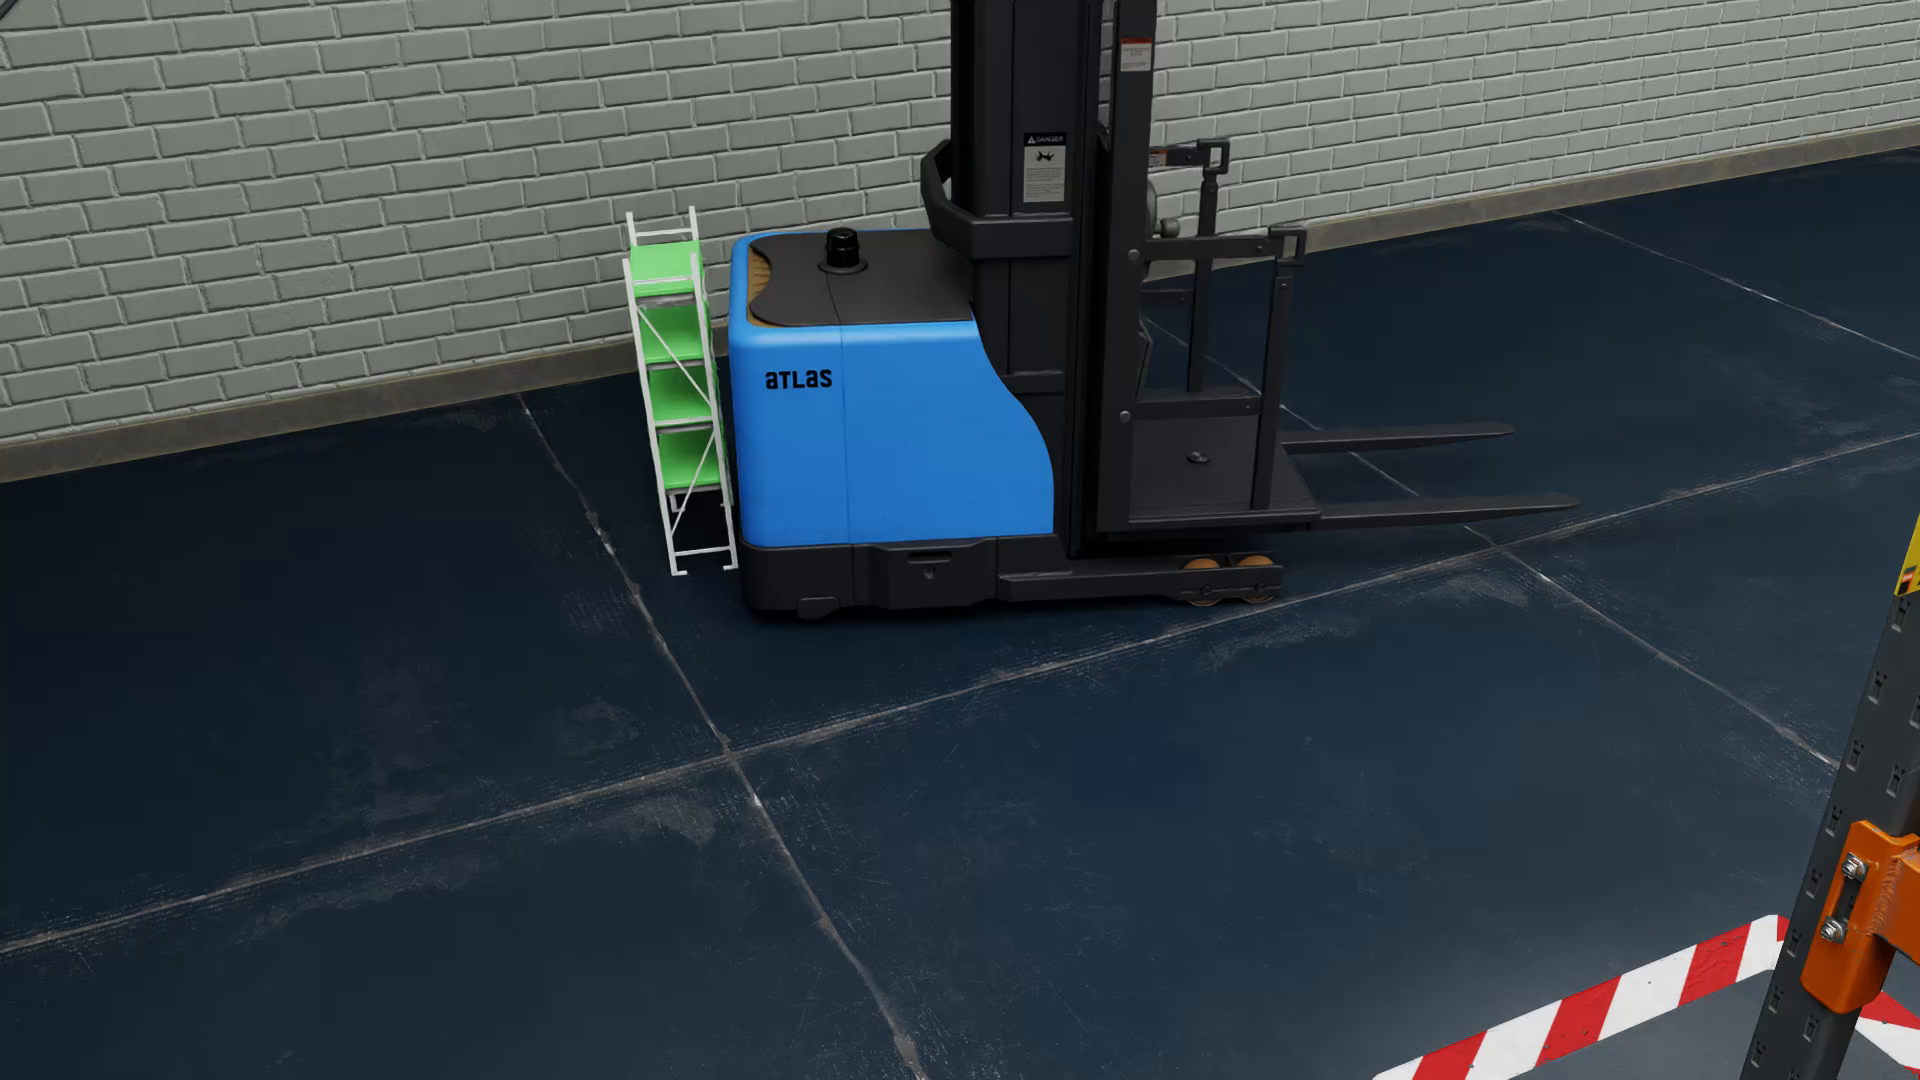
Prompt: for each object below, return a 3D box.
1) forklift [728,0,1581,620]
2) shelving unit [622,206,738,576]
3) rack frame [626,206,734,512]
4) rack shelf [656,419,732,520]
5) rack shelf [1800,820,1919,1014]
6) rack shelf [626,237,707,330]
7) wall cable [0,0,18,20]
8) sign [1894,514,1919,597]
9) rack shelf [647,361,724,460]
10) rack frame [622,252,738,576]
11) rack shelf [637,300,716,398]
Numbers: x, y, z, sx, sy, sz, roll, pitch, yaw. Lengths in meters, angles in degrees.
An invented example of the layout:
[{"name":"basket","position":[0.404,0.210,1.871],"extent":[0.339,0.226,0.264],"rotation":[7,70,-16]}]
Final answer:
[{"name":"forklift","position":[0.713,-1.300,5.572],"extent":[3.031,2.935,1.130],"rotation":[-3,29,-5]},{"name":"shelving unit","position":[-0.991,-0.527,5.950],"extent":[0.258,1.200,0.503],"rotation":[-7,30,-6]},{"name":"rack frame","position":[-1.027,-0.645,6.160],"extent":[0.240,1.200,0.015],"rotation":[-7,30,-6]},{"name":"rack shelf","position":[-0.976,-0.263,6.100],"extent":[0.258,0.148,0.480],"rotation":[-7,30,-6]},{"name":"rack shelf","position":[2.788,1.393,1.435],"extent":[1.077,0.370,4.000],"rotation":[-13,32,-22]},{"name":"rack shelf","position":[-1.011,-0.888,5.744],"extent":[0.258,0.148,0.480],"rotation":[-7,30,-6]},{"name":"wall cable","position":[-4.648,-2.599,4.858],"extent":[3.097,2.526,0.112],"rotation":[-13,32,-22]},{"name":"sign","position":[1.439,-0.068,2.420],"extent":[0.100,0.325,0.005],"rotation":[-13,32,-22]},{"name":"rack shelf","position":[-0.988,-0.471,5.981],"extent":[0.258,0.148,0.480],"rotation":[-7,30,-6]},{"name":"rack frame","position":[-0.955,-0.409,5.739],"extent":[0.240,1.200,0.015],"rotation":[-7,30,-6]},{"name":"rack shelf","position":[-0.999,-0.680,5.862],"extent":[0.258,0.148,0.480],"rotation":[-7,30,-6]}]
